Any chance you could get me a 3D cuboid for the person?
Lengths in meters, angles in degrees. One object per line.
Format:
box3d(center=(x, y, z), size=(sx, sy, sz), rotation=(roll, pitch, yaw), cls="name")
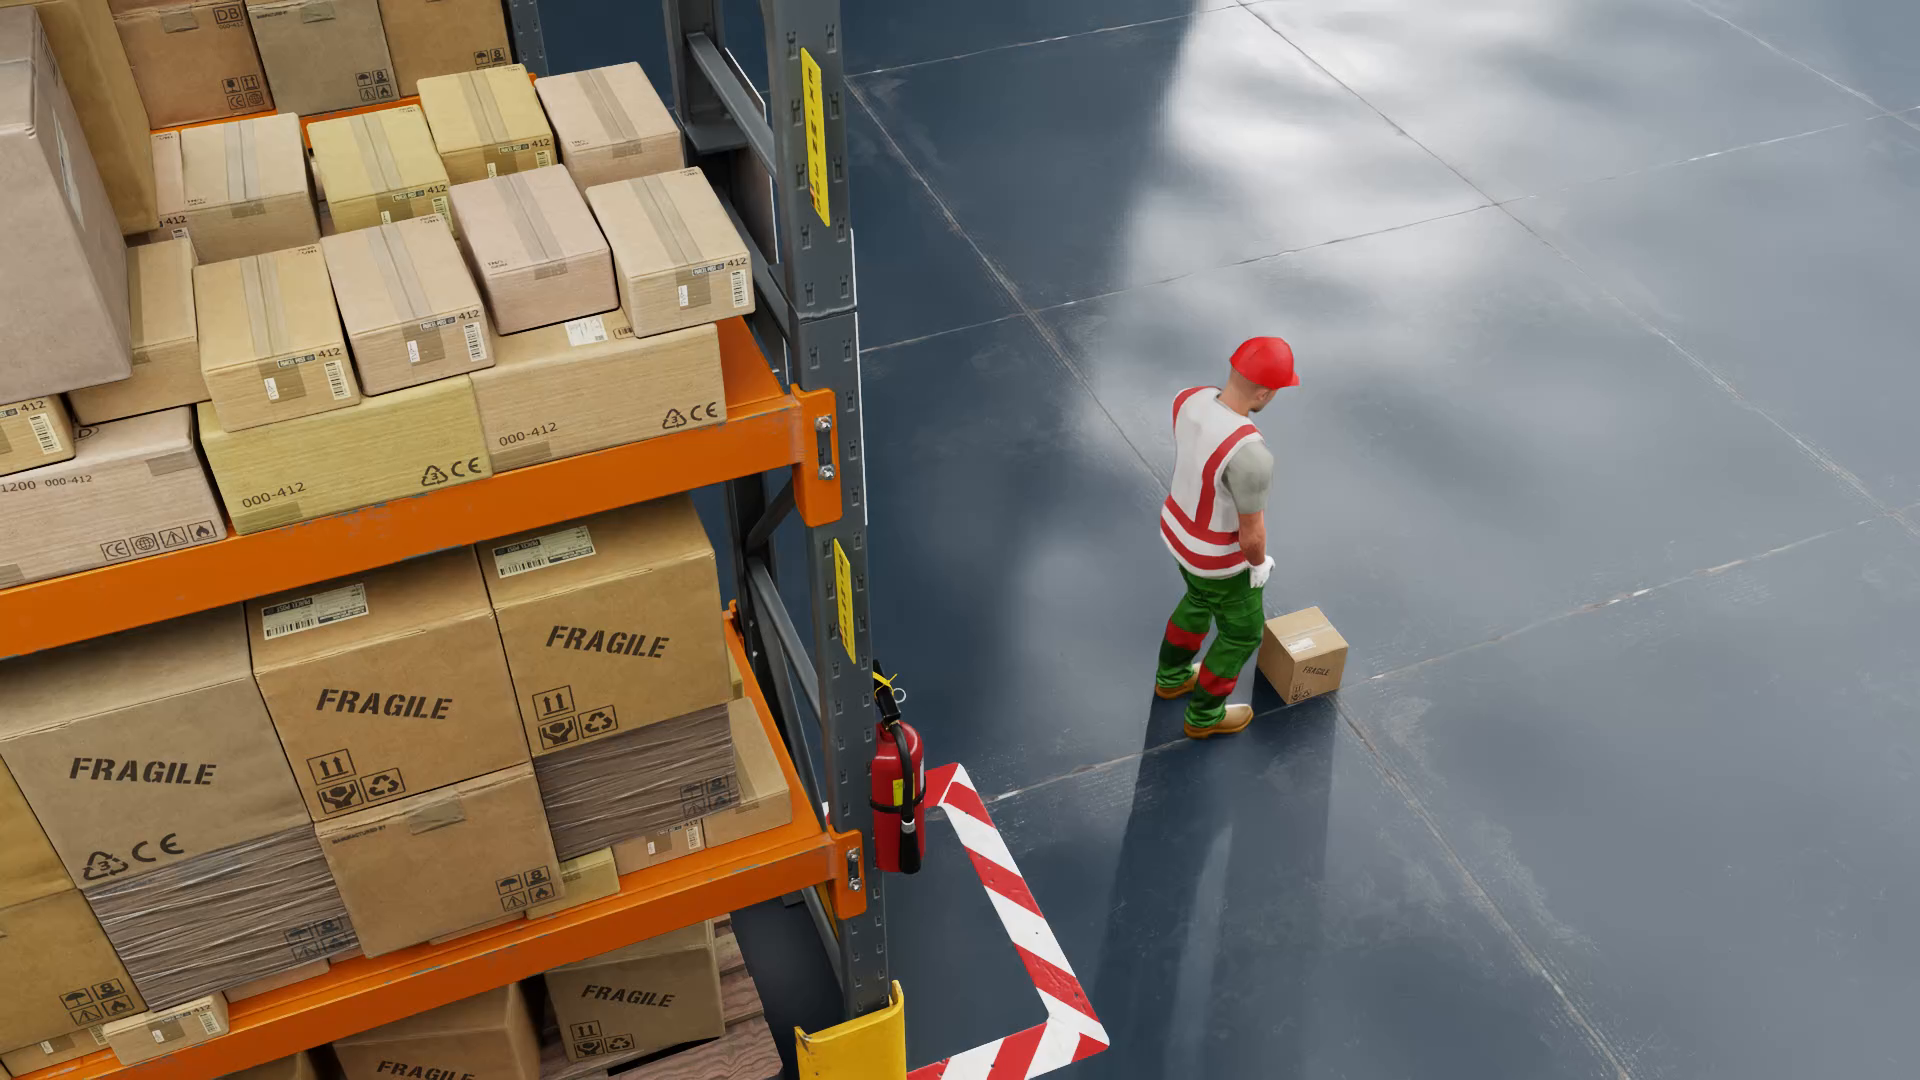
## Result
box3d(center=(0.969, -0.006, 6.185), size=(0.443, 1.745, 0.541), rotation=(-14, 43, -16), cls="person")
